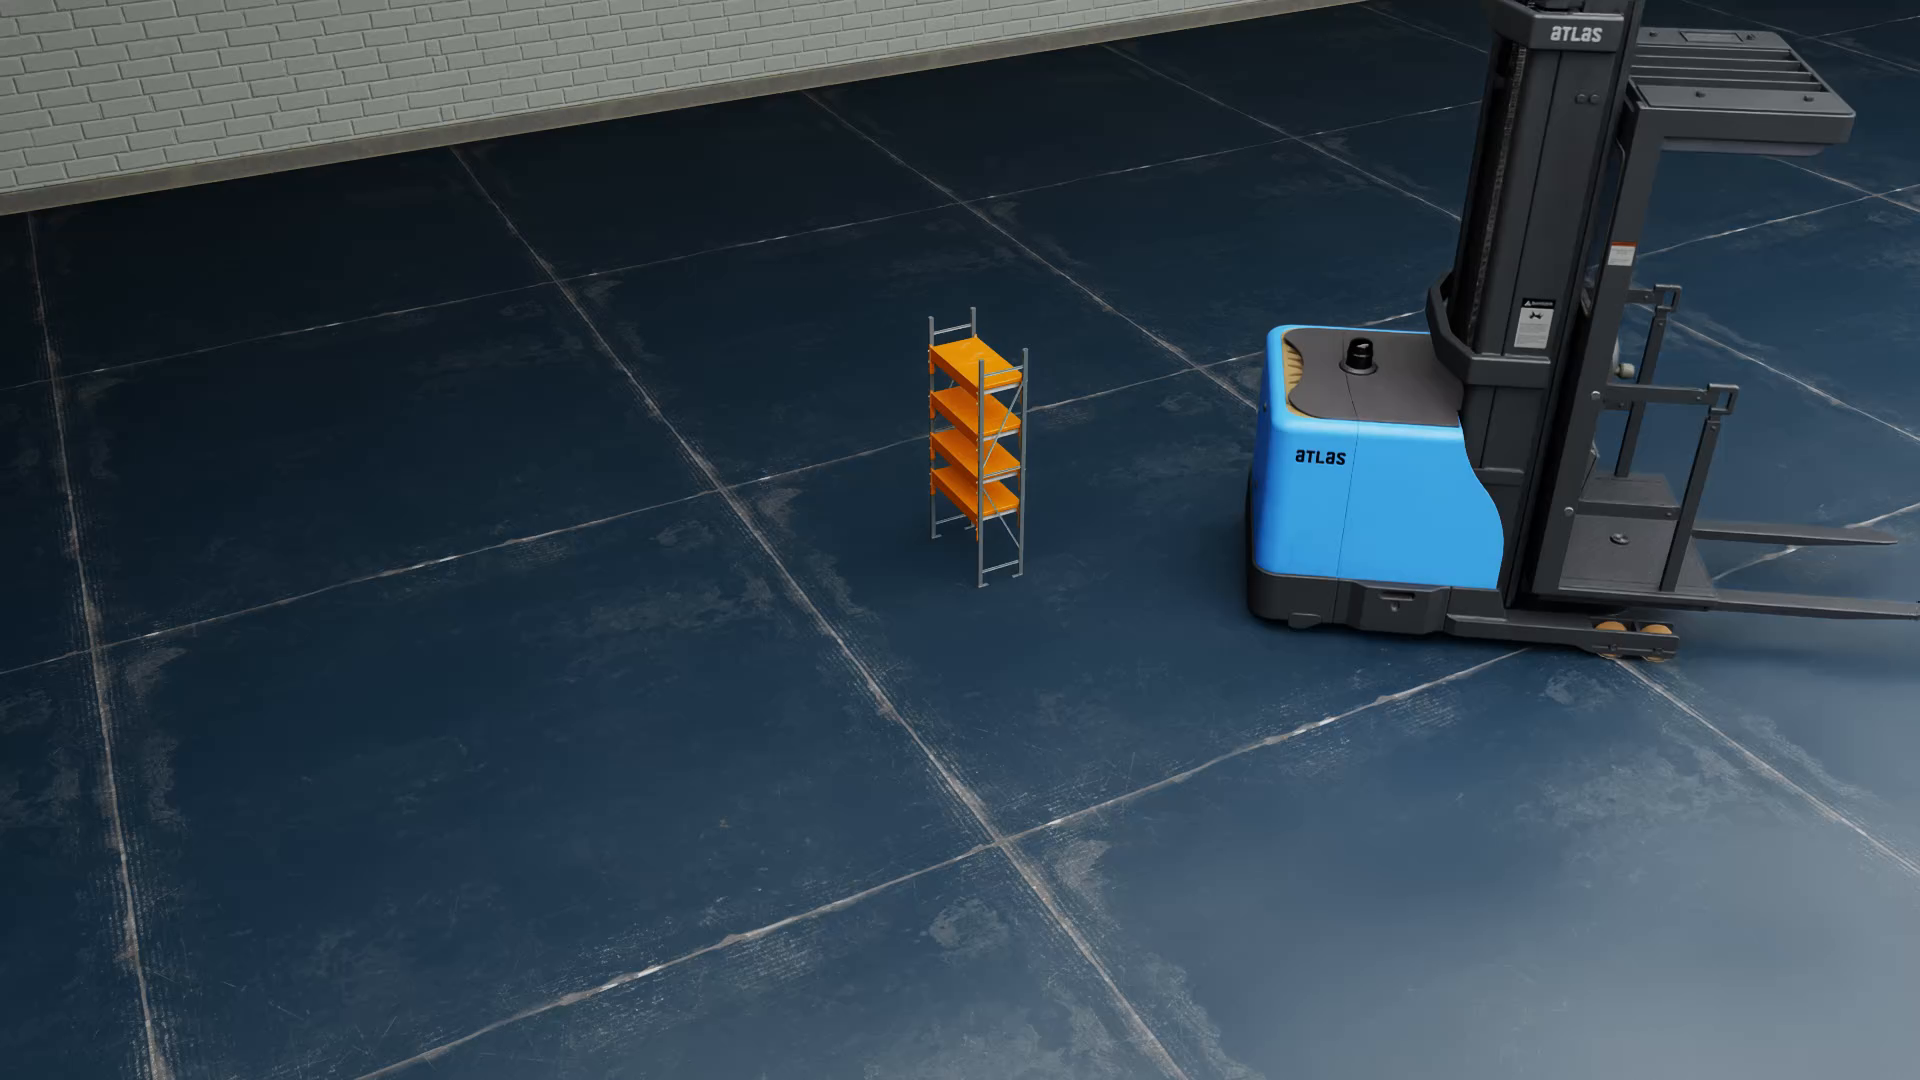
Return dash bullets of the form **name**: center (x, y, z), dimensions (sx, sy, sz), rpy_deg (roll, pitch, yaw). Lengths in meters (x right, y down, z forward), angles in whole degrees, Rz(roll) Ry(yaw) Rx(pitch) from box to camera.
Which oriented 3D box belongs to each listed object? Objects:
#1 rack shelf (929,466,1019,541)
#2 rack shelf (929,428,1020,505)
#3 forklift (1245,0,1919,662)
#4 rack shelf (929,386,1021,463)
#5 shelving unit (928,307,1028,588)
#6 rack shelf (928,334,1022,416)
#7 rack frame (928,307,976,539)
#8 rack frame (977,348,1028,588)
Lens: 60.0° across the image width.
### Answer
- **rack shelf**: center (0.077, -0.202, 7.946), dimensions (0.258, 0.148, 0.480), rpy_deg (-16, 36, -23)
- **rack shelf**: center (0.077, -0.370, 7.839), dimensions (0.258, 0.148, 0.480), rpy_deg (-16, 36, -23)
- **forklift**: center (2.880, -0.996, 7.088), dimensions (3.031, 2.935, 1.130), rpy_deg (4, 33, 6)
- **rack shelf**: center (0.077, -0.558, 7.719), dimensions (0.258, 0.148, 0.480), rpy_deg (-16, 36, -23)
- **shelving unit**: center (0.077, -0.426, 7.803), dimensions (0.258, 1.200, 0.503), rpy_deg (-16, 36, -23)
- **rack shelf**: center (0.077, -0.757, 7.591), dimensions (0.258, 0.148, 0.480), rpy_deg (-16, 36, -23)
- **rack frame**: center (-0.037, -0.543, 7.985), dimensions (0.240, 1.200, 0.015), rpy_deg (-16, 36, -23)
- **rack frame**: center (0.191, -0.310, 7.621), dimensions (0.240, 1.200, 0.015), rpy_deg (-16, 36, -23)
